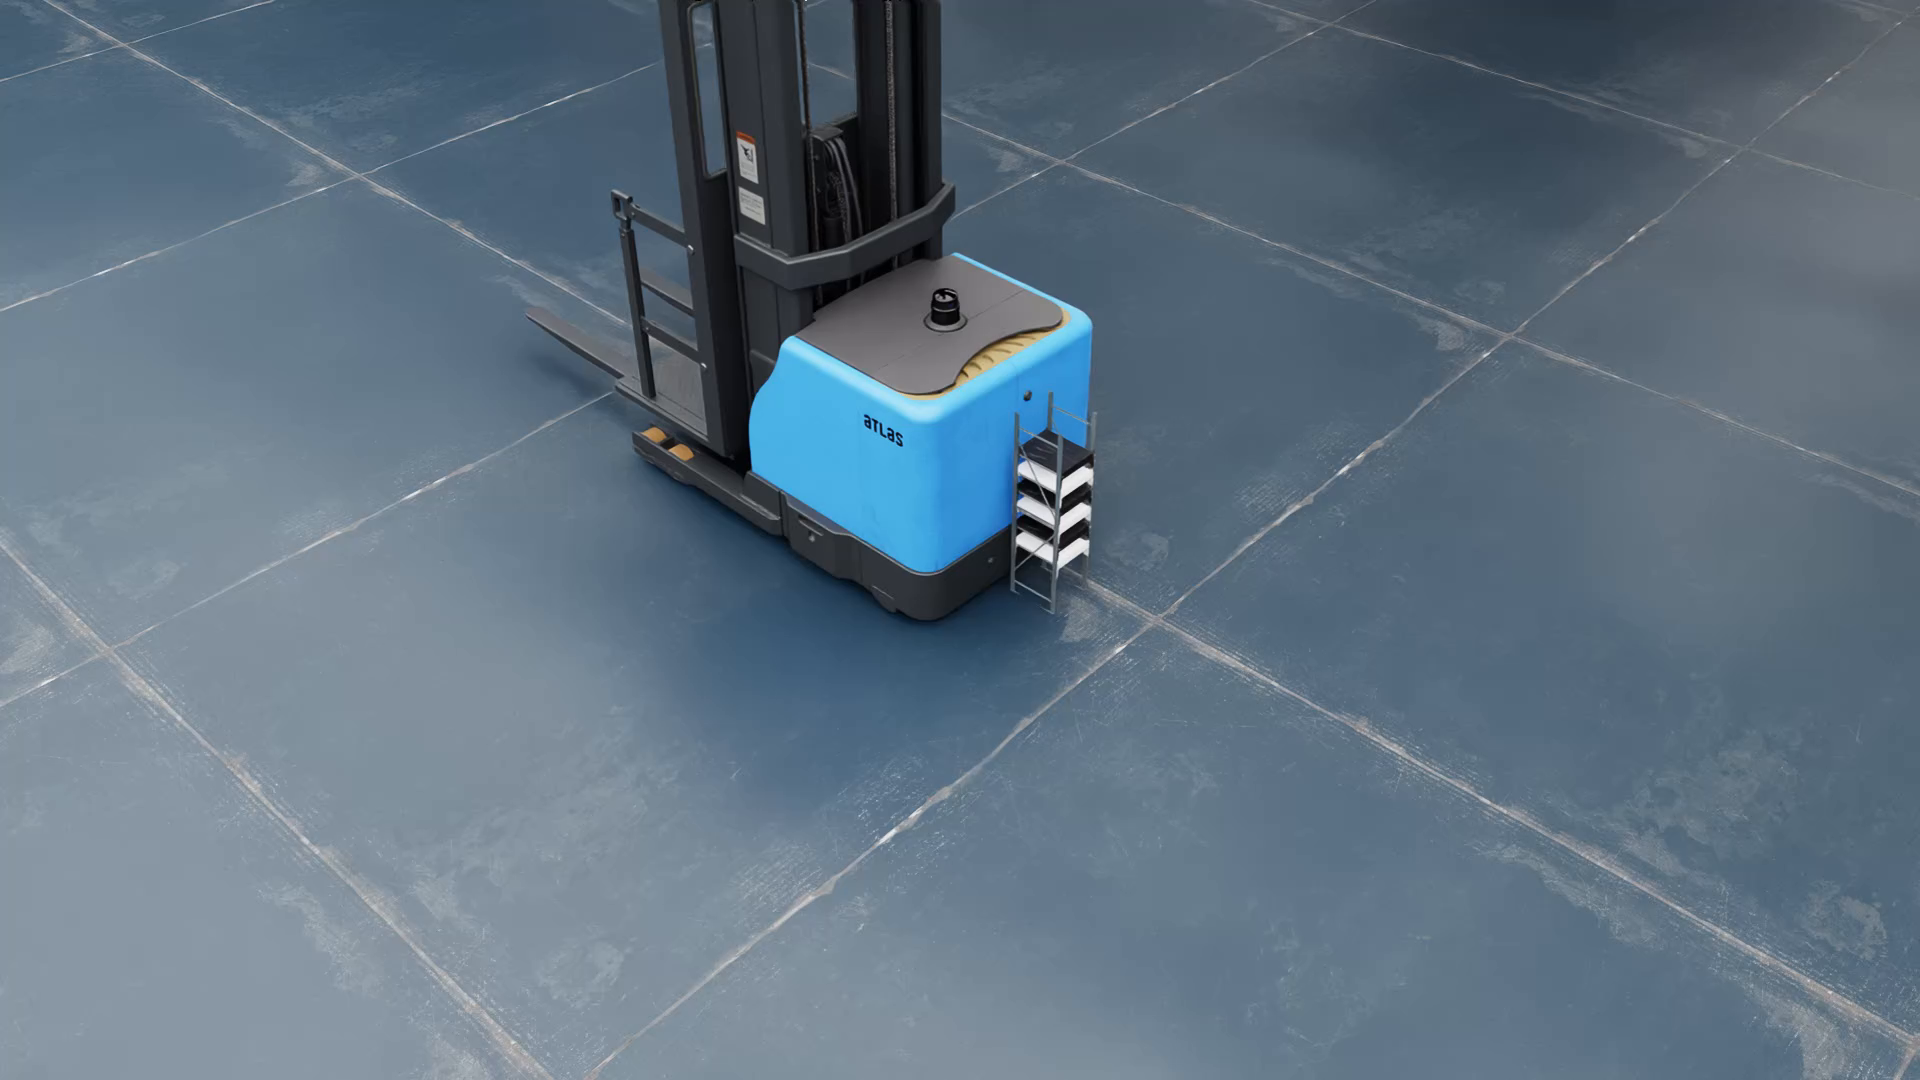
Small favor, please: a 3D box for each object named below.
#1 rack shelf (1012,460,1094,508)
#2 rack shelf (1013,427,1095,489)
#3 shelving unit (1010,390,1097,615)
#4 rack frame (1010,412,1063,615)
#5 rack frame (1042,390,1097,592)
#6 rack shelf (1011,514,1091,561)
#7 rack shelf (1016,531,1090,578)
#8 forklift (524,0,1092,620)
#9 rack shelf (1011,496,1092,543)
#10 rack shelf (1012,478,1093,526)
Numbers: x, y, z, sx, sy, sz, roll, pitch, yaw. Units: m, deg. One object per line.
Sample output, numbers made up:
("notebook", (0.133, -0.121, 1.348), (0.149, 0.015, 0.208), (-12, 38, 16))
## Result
("rack shelf", (0.370, -0.254, 6.611), (0.258, 0.077, 0.200), (30, 47, 32))
("rack shelf", (0.370, -0.325, 6.555), (0.258, 0.077, 0.200), (30, 47, 32))
("shelving unit", (0.370, -0.140, 6.702), (0.258, 0.900, 0.210), (30, 47, 32))
("rack frame", (0.301, -0.093, 6.644), (0.240, 0.900, 0.006), (30, 47, 32))
("rack frame", (0.439, -0.186, 6.761), (0.240, 0.900, 0.006), (30, 47, 32))
("rack shelf", (0.370, -0.043, 6.779), (0.258, 0.077, 0.200), (30, 47, 32))
("rack shelf", (0.370, 0.027, 6.835), (0.258, 0.077, 0.200), (30, 47, 32))
("forklift", (-0.865, -1.624, 6.938), (3.031, 2.935, 1.130), (31, 48, 33))
("rack shelf", (0.370, -0.113, 6.723), (0.258, 0.077, 0.200), (30, 47, 32))
("rack shelf", (0.370, -0.184, 6.667), (0.258, 0.077, 0.200), (30, 47, 32))
